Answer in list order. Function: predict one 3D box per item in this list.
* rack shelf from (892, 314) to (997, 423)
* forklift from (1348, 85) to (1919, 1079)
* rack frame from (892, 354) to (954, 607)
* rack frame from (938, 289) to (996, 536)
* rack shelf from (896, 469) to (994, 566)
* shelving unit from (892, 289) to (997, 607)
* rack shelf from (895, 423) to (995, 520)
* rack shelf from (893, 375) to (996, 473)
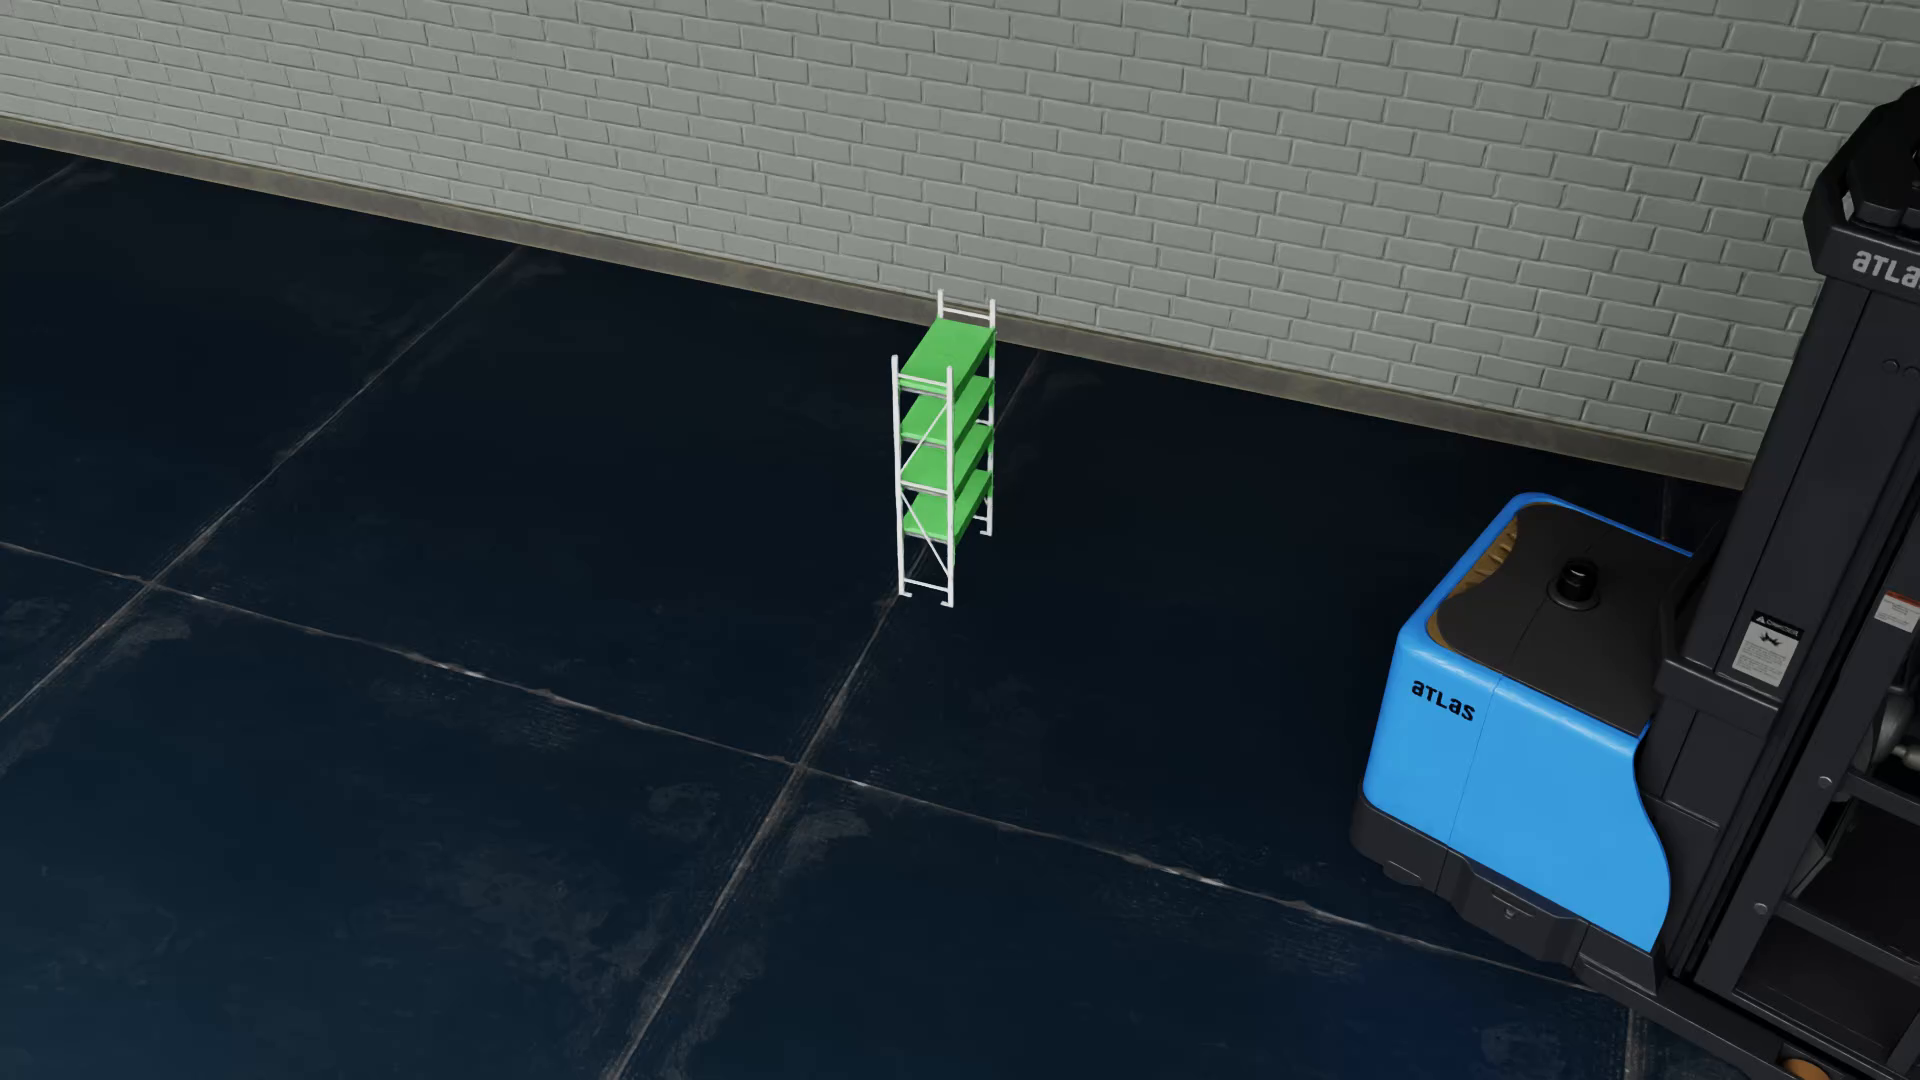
[{"bbox_3d":[-0.057,-0.672,6.472,0.258,0.148,0.480,13,42,15],"label":"rack shelf"},{"bbox_3d":[2.848,0.347,4.586,3.031,2.935,1.130,27,47,28],"label":"forklift"},{"bbox_3d":[-0.140,-0.207,6.568,0.240,1.200,0.015,13,42,15],"label":"rack frame"},{"bbox_3d":[0.027,-0.504,6.917,0.240,1.200,0.015,13,42,15],"label":"rack frame"},{"bbox_3d":[-0.057,-0.124,6.939,0.258,0.148,0.480,13,42,15],"label":"rack shelf"},{"bbox_3d":[-0.057,-0.355,6.742,0.258,1.200,0.503,13,42,15],"label":"shelving unit"},{"bbox_3d":[-0.057,-0.307,6.784,0.258,0.148,0.480,13,42,15],"label":"rack shelf"},{"bbox_3d":[-0.057,-0.489,6.628,0.258,0.148,0.480,13,42,15],"label":"rack shelf"}]
